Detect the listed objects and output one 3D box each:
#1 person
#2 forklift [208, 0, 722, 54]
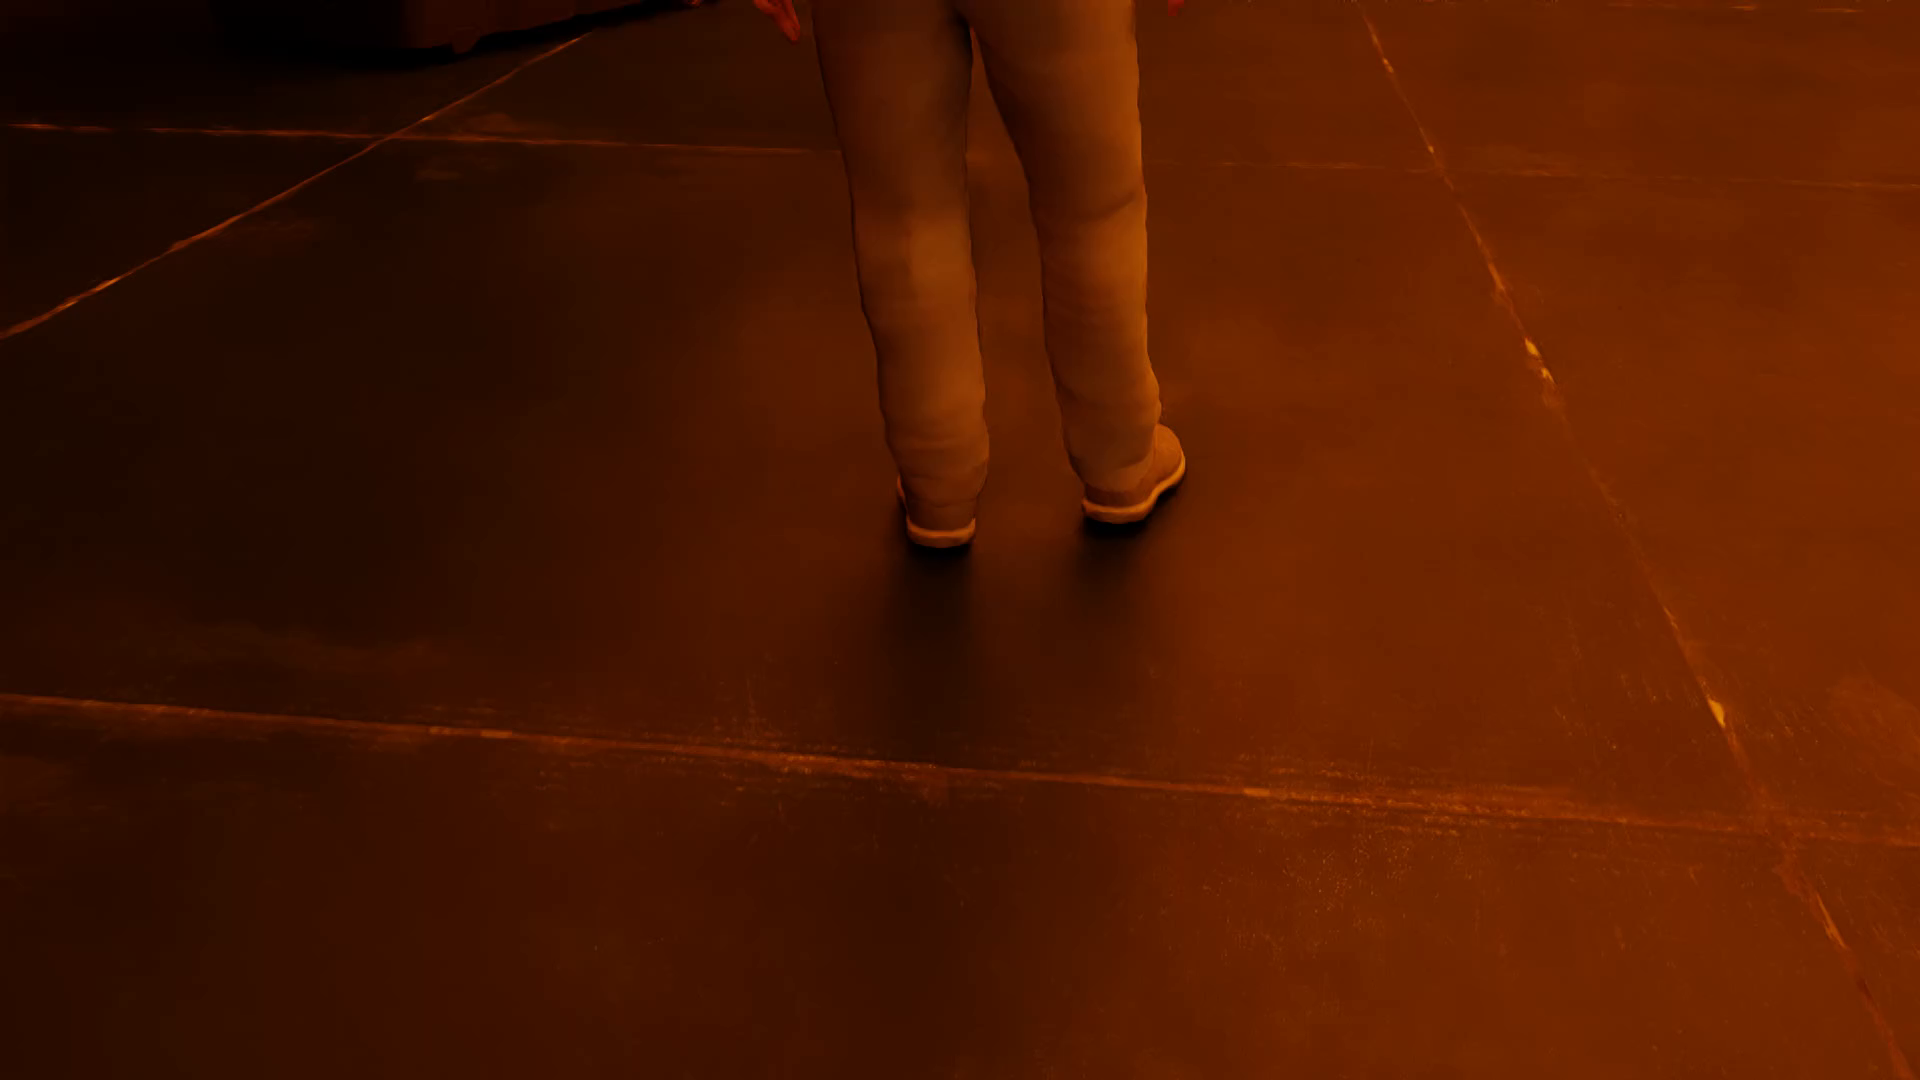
[{"bbox_3d":[0.022,-0.838,2.166,0.640,1.781,0.574,3,27,7],"label":"person"},{"bbox_3d":[-1.630,-3.626,6.485,1.130,2.935,3.031,13,29,24],"label":"forklift"}]
